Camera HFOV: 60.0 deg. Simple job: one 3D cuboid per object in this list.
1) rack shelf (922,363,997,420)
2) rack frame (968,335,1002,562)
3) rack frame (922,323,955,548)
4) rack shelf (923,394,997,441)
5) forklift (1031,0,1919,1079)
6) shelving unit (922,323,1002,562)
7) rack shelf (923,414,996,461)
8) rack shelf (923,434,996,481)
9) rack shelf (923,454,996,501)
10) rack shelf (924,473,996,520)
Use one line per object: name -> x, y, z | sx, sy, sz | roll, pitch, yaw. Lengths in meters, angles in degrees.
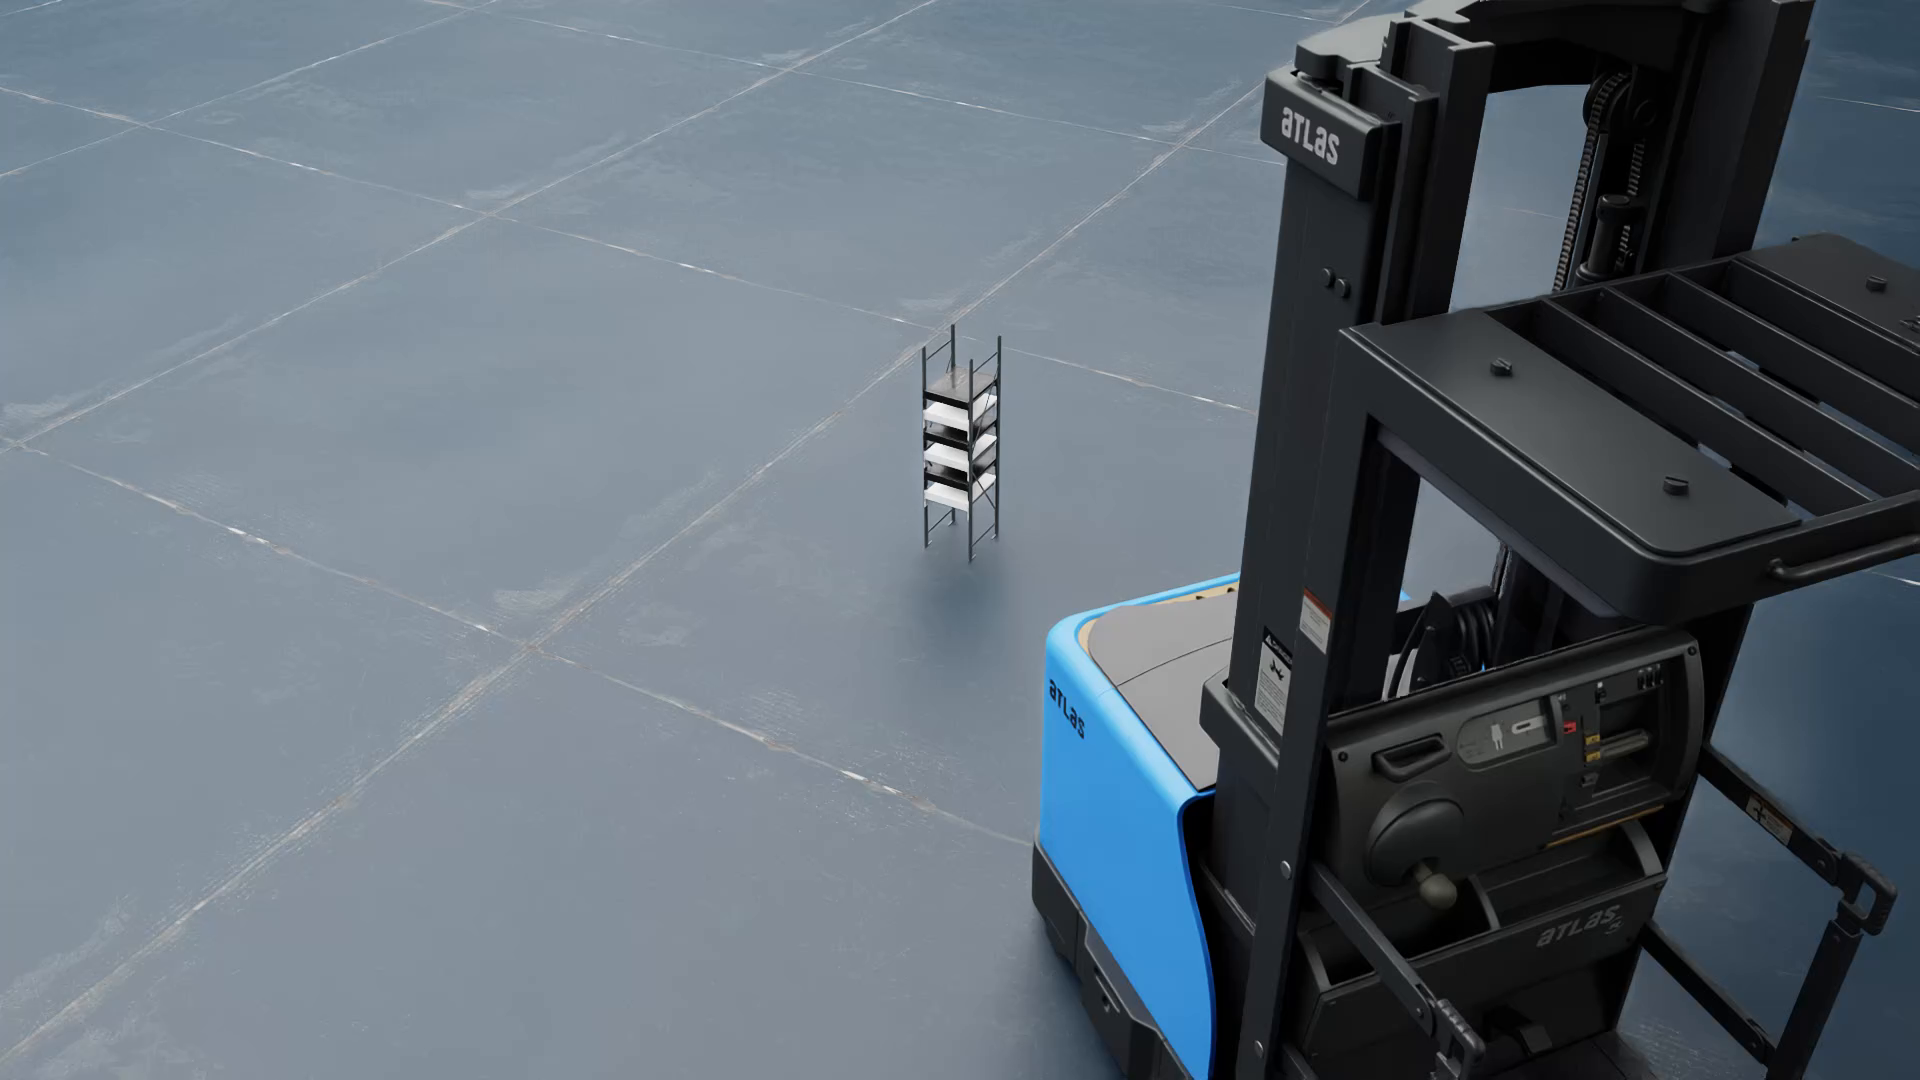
rack shelf -> 0.007, -0.569, 6.366 | 0.200, 0.077, 0.258 | 18, 37, 24
rack frame -> 0.095, -0.344, 6.455 | 0.006, 0.900, 0.240 | 18, 37, 24
rack frame -> -0.081, -0.400, 6.539 | 0.006, 0.900, 0.240 | 18, 37, 24
rack shelf -> 0.007, -0.494, 6.416 | 0.200, 0.077, 0.258 | 18, 37, 24
forklift -> 1.253, 0.540, 3.295 | 1.130, 2.935, 3.031 | -13, 36, -19
shelving unit -> 0.007, -0.372, 6.497 | 0.210, 0.900, 0.258 | 18, 37, 24
rack shelf -> 0.007, -0.419, 6.466 | 0.200, 0.077, 0.258 | 18, 37, 24
rack shelf -> 0.007, -0.345, 6.516 | 0.200, 0.077, 0.258 | 18, 37, 24
rack shelf -> 0.007, -0.270, 6.566 | 0.200, 0.077, 0.258 | 18, 37, 24
rack shelf -> 0.007, -0.195, 6.615 | 0.200, 0.077, 0.258 | 18, 37, 24
